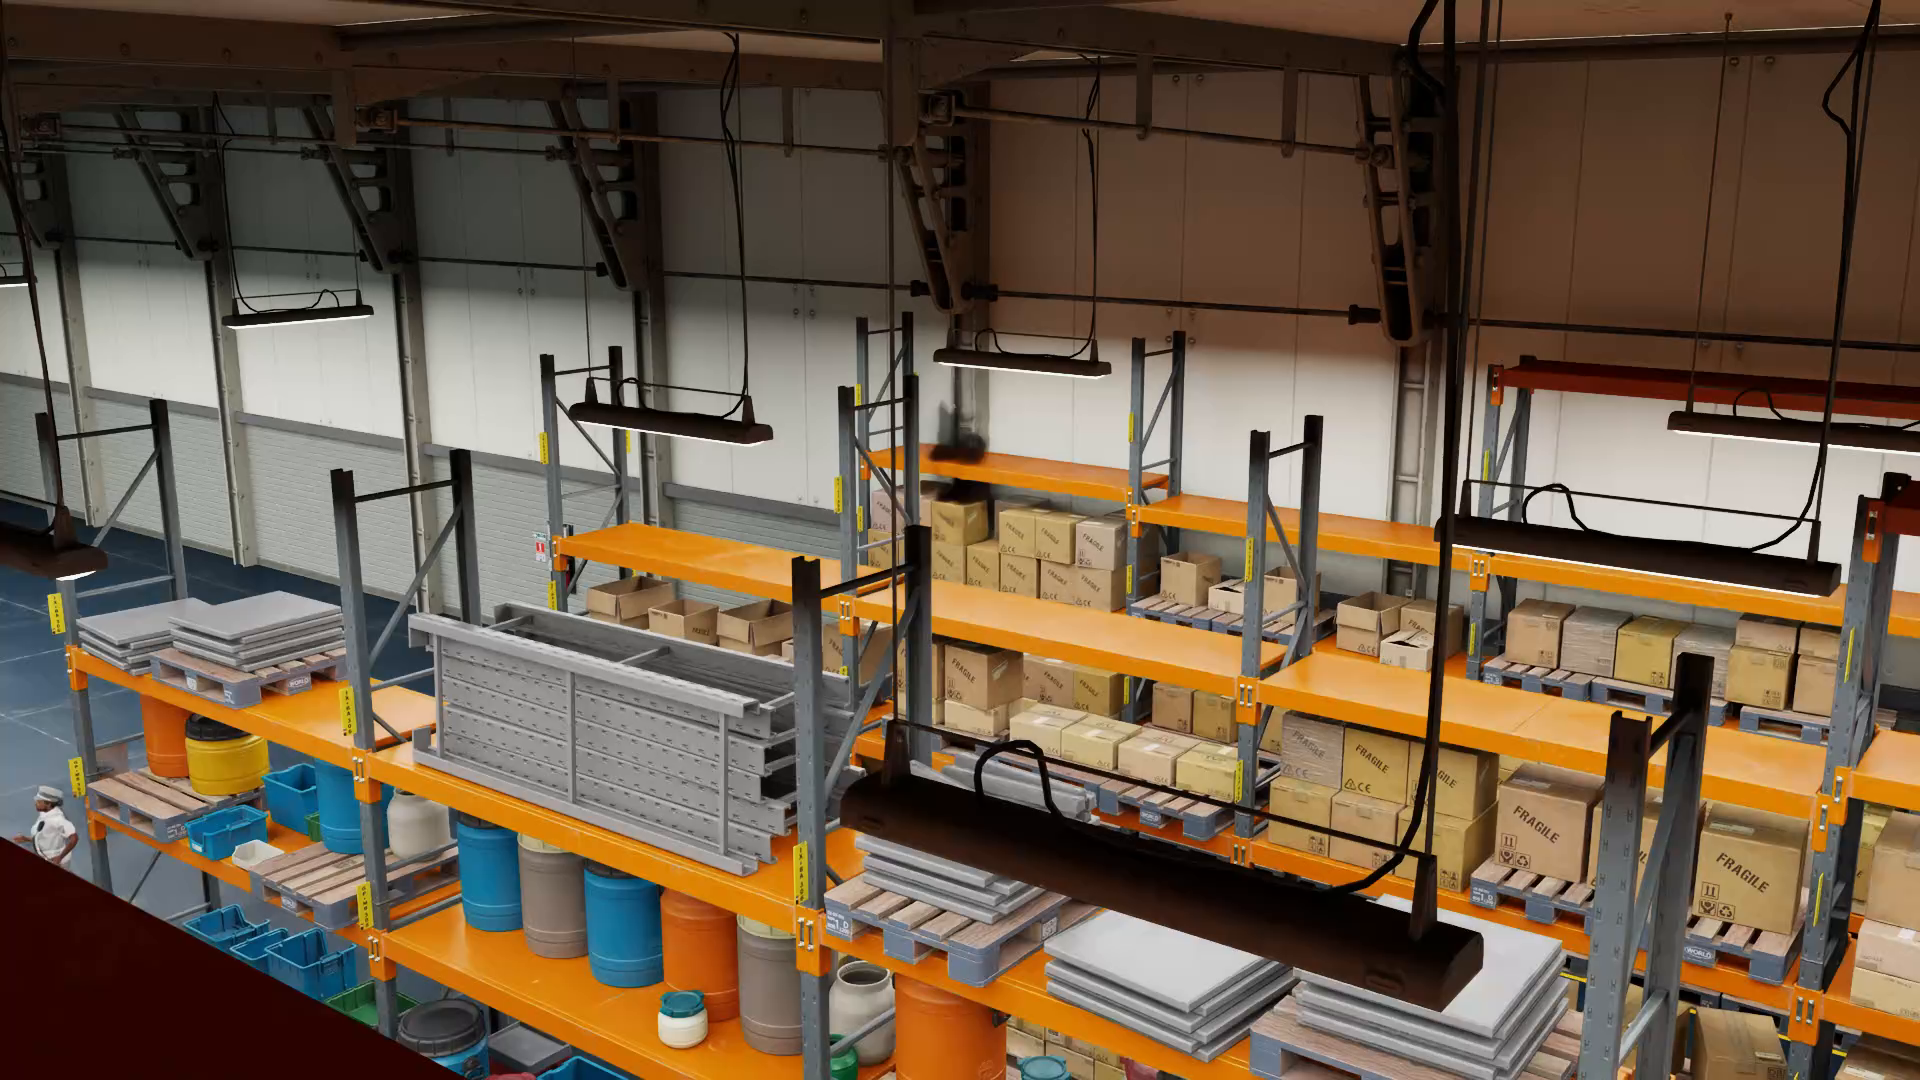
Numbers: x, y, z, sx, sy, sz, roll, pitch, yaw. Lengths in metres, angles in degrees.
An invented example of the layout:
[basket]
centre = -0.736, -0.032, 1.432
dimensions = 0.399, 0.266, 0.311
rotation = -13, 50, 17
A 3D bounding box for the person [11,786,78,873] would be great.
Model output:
[person]
centre = -9.311, 3.358, 17.086
dimensions = 0.702, 1.749, 0.555
rotation = -7, 15, -26
